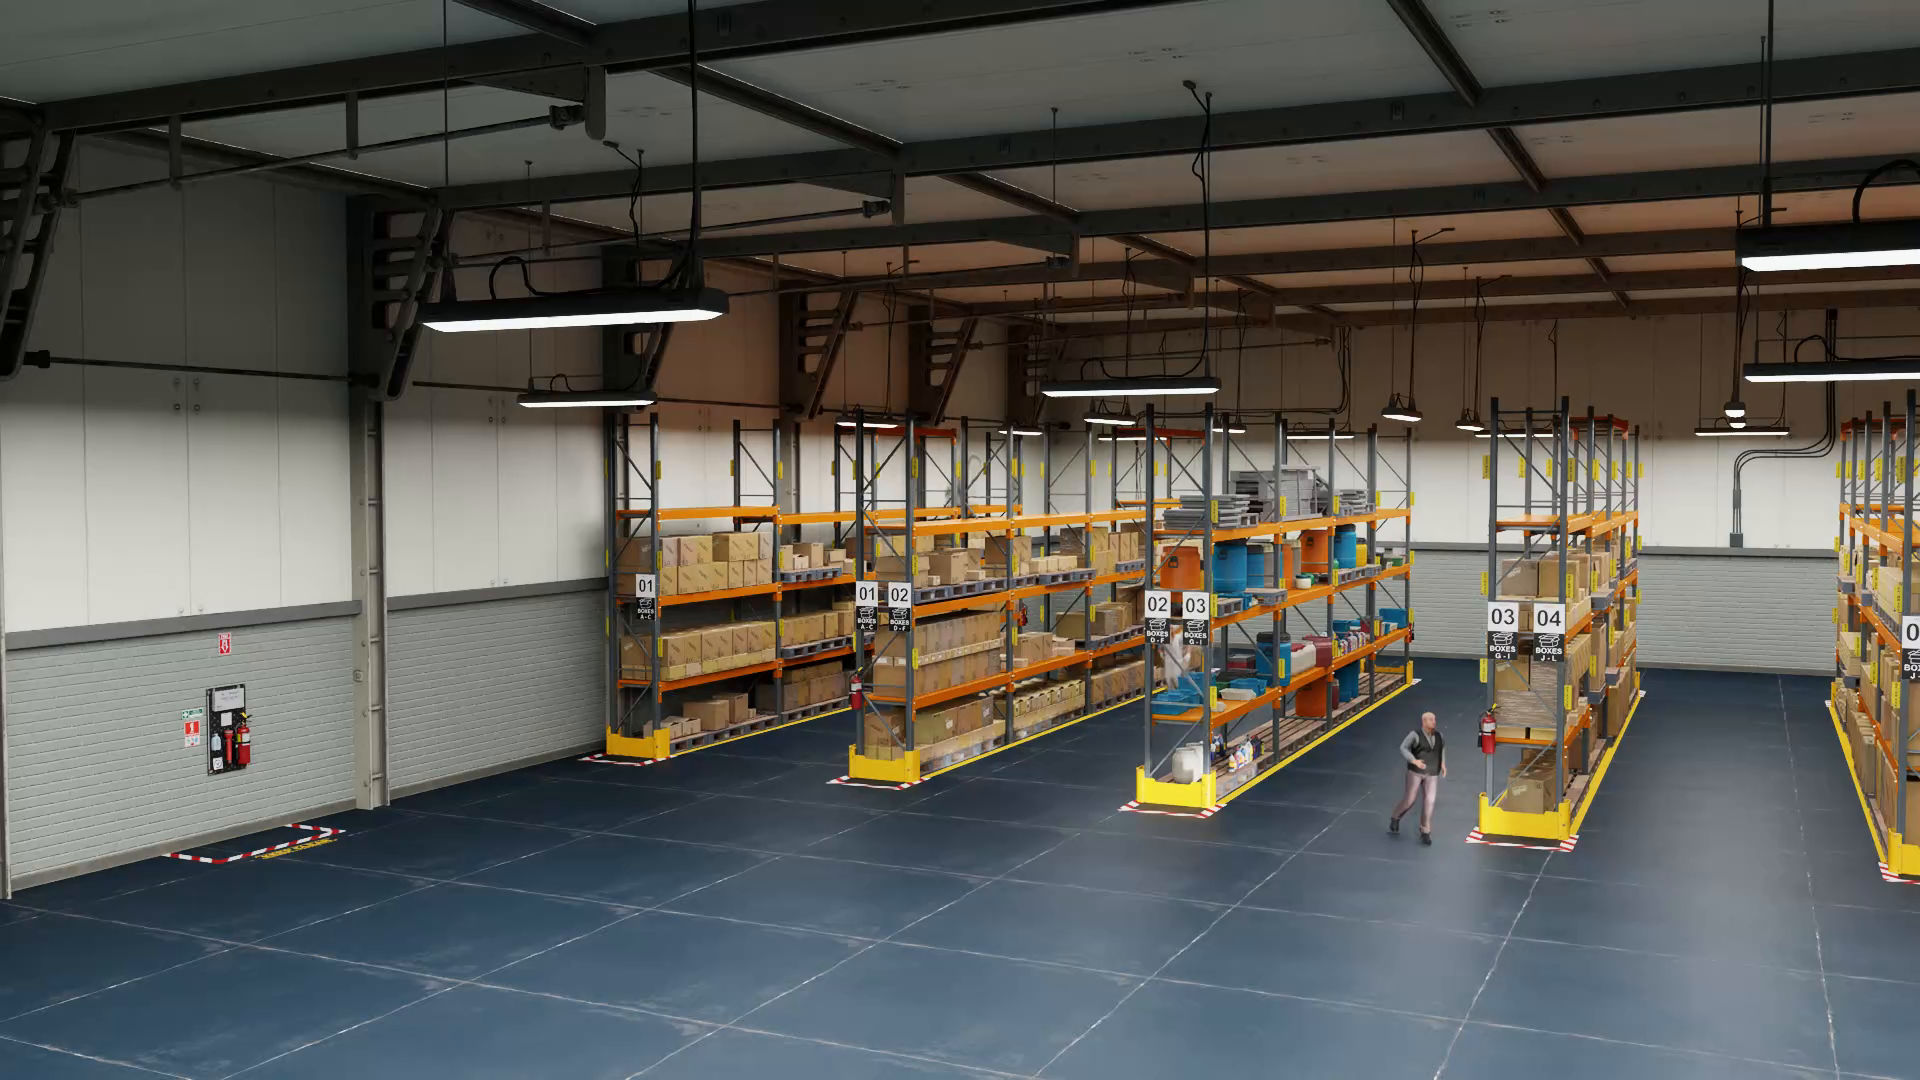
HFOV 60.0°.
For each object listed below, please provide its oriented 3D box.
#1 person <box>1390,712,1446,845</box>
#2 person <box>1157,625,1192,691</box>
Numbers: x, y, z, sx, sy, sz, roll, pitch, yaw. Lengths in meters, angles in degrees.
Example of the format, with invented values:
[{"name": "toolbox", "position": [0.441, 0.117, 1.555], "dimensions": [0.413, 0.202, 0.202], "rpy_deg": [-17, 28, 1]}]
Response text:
[{"name": "person", "position": [6.304, 3.193, 22.545], "dimensions": [0.730, 1.706, 0.945], "rpy_deg": [0, 2, -7]}, {"name": "person", "position": [4.540, 2.629, 35.435], "dimensions": [0.690, 1.738, 0.773], "rpy_deg": [1, 3, 25]}]
